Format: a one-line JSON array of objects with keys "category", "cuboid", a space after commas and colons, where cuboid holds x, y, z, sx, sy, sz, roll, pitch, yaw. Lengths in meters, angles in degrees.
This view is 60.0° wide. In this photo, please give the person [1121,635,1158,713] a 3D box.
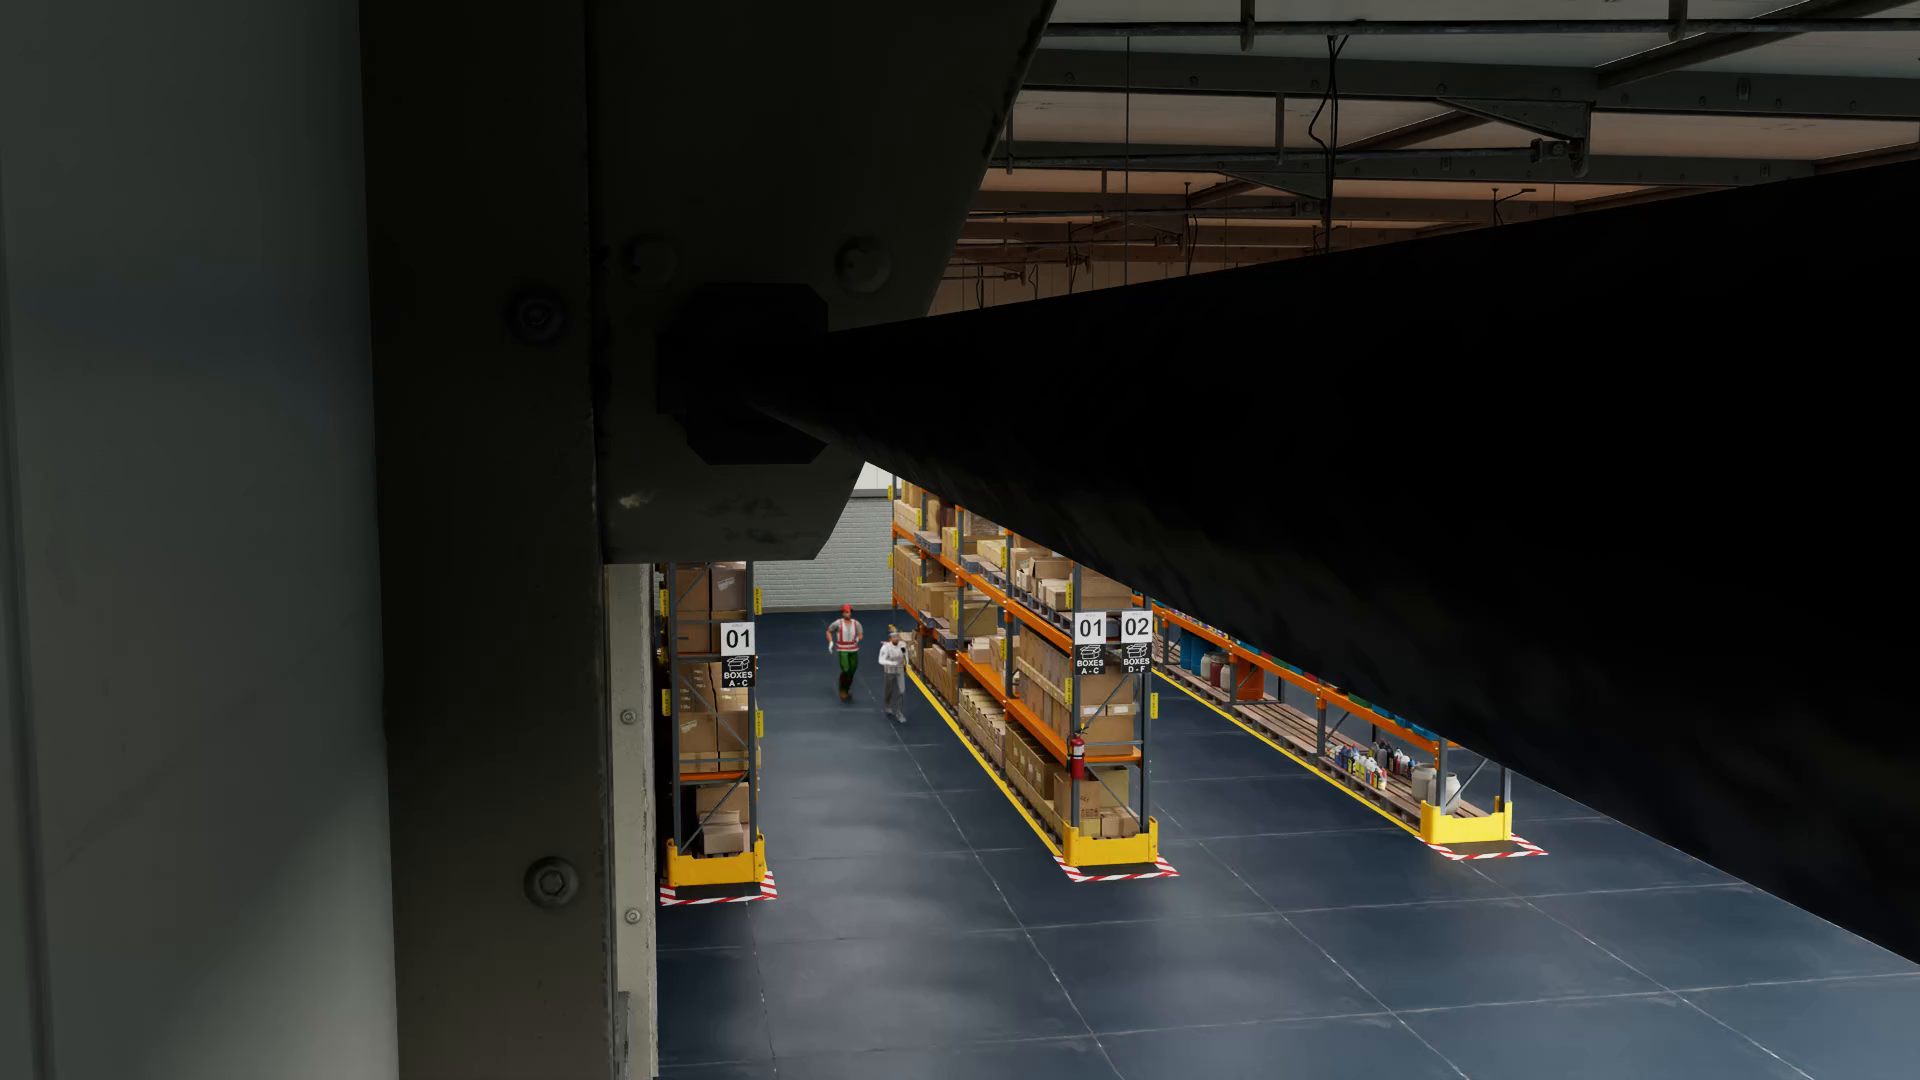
[{"category": "person", "cuboid": [3.237, 2.256, 30.071, 0.649, 1.714, 0.808, -1, 6, -12]}]

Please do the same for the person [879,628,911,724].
[{"category": "person", "cuboid": [-1.160, 2.343, 29.306, 0.600, 1.666, 0.941, -1, 6, -13]}]

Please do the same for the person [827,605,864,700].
[{"category": "person", "cuboid": [-2.097, 2.095, 30.982, 0.647, 1.782, 0.698, -2, 7, -22]}]
